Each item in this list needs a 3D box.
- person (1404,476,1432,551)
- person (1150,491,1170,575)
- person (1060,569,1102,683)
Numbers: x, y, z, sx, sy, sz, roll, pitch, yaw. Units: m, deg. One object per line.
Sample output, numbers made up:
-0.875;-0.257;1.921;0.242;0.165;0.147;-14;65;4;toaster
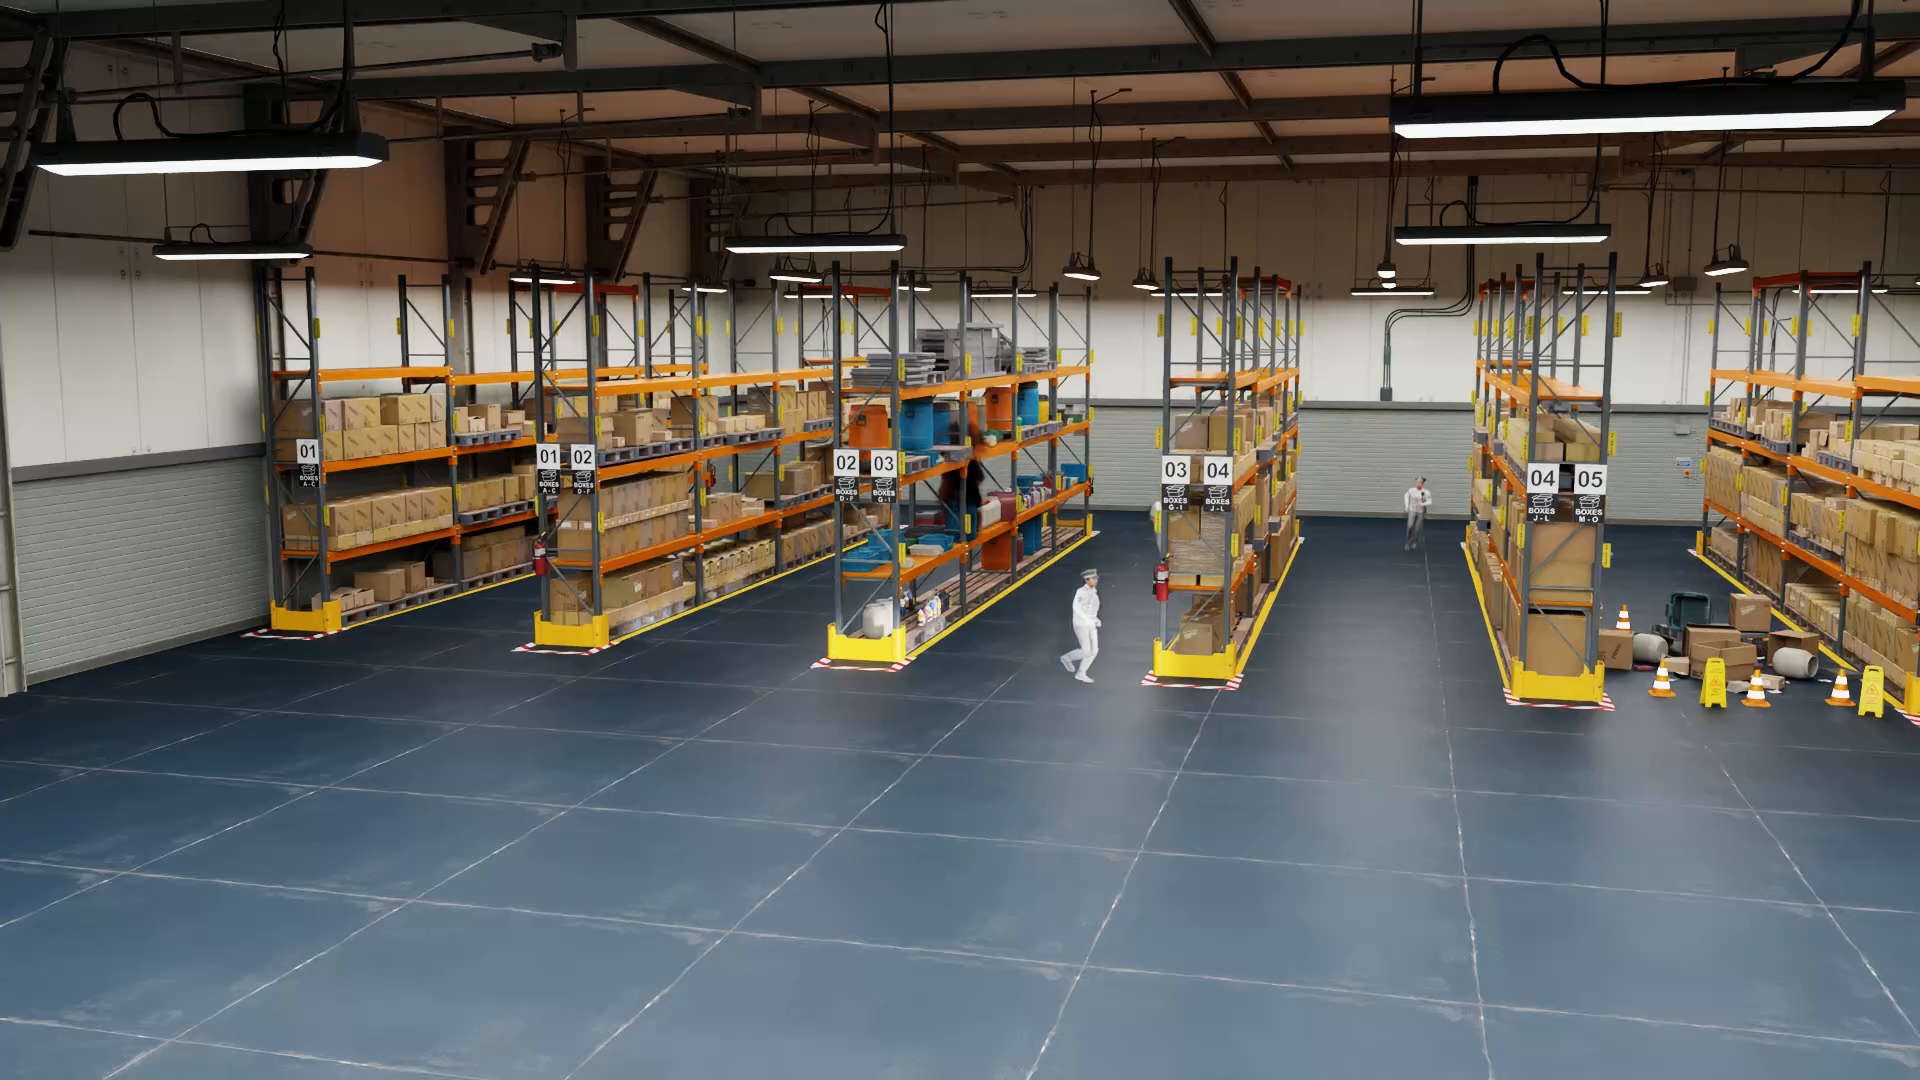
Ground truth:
10.364;-0.599;37.649;0.612;1.715;0.634;2;8;18;person
4.182;-0.164;33.823;0.663;1.784;0.794;3;8;23;person
1.703;1.201;23.734;0.609;1.642;0.604;5;9;36;person
